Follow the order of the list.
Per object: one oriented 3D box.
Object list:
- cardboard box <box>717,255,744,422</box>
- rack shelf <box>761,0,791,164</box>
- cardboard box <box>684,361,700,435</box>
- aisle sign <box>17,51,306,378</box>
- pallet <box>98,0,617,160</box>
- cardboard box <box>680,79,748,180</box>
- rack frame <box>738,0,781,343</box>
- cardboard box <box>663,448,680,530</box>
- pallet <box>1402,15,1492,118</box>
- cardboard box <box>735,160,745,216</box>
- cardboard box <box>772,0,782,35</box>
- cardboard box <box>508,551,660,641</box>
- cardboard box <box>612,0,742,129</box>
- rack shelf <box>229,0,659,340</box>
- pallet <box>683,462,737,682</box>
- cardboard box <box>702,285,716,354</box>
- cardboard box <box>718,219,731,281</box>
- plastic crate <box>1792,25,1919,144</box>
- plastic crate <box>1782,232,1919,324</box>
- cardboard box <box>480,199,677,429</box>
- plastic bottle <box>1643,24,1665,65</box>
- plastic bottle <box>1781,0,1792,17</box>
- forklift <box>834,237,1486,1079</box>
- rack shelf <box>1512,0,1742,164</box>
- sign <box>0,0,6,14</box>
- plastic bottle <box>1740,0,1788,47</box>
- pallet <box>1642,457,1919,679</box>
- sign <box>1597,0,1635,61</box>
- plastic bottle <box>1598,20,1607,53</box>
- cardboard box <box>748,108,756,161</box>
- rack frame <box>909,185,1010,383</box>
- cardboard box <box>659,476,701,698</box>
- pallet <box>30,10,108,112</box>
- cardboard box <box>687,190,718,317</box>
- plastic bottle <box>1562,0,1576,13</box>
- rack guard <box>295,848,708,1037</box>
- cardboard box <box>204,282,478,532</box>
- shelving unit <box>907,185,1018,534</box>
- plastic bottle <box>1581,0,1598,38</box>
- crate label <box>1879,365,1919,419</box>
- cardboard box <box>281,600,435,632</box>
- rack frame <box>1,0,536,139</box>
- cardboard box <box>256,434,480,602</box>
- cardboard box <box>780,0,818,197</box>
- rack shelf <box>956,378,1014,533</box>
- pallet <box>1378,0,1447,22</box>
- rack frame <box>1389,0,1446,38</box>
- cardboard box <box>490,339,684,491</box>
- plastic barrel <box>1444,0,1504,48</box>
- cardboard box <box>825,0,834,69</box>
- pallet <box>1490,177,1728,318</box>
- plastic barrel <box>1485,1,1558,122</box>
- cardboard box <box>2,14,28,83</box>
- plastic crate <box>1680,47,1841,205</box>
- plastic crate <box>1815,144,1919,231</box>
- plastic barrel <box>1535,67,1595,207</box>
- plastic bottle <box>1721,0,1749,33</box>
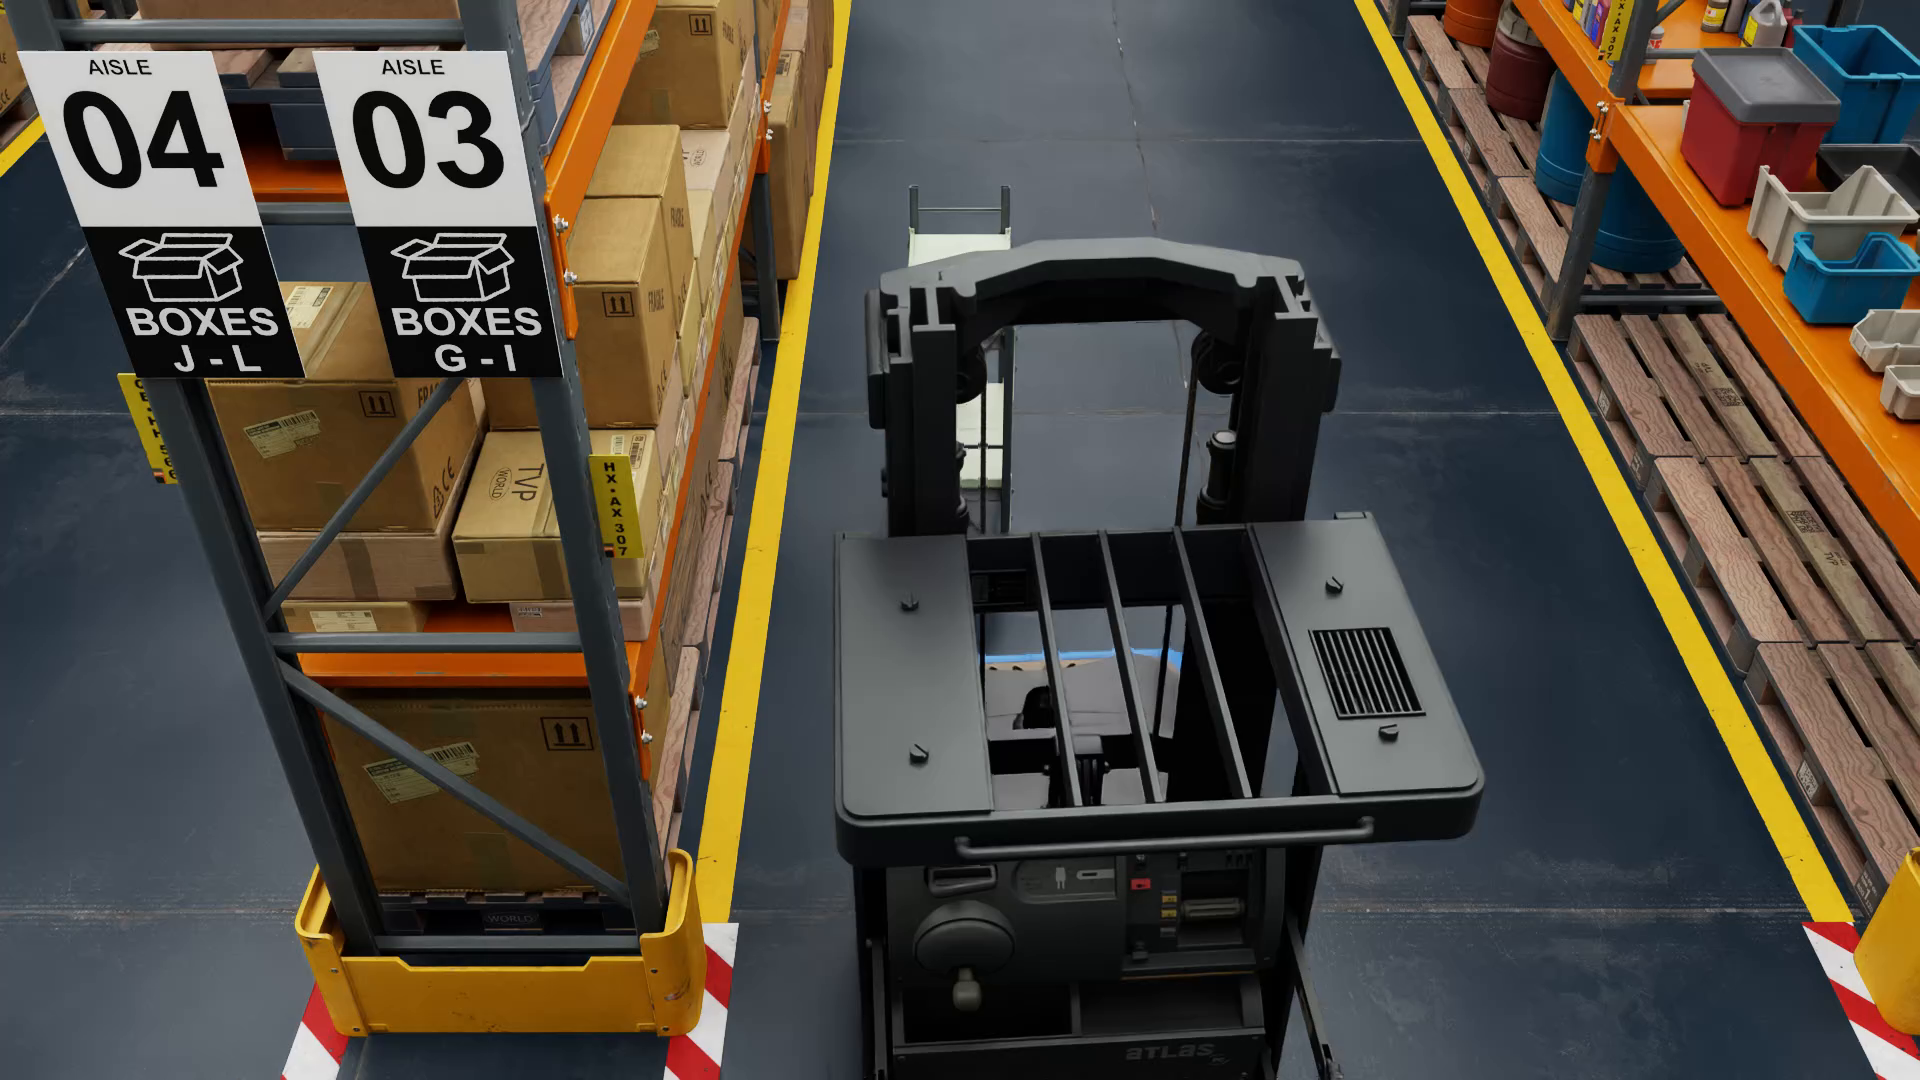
[{"bbox_3d":[-1.504,-1.140,7.637,0.875,0.875,0.875,0,39,0],"label":"cardboard box"},{"bbox_3d":[-1.427,-3.188,9.405,1.077,0.370,4.000,0,39,0],"label":"rack shelf"},{"bbox_3d":[-1.094,-0.483,5.655,0.380,0.149,0.250,-1,39,-1],"label":"cardboard box"},{"bbox_3d":[-1.720,-0.686,3.628,0.394,0.787,0.004,0,39,0],"label":"aisle sign"},{"bbox_3d":[-1.432,-1.316,4.166,1.003,0.211,1.213,0,39,0],"label":"pallet"},{"bbox_3d":[-1.159,-1.676,6.825,0.500,0.250,0.500,1,39,1],"label":"cardboard box"},{"bbox_3d":[-1.425,-2.218,7.619,1.000,3.000,0.127,0,39,0],"label":"rack frame"},{"bbox_3d":[-1.093,-0.161,5.253,0.380,0.149,0.250,-1,39,-1],"label":"cardboard box"},{"bbox_3d":[3.566,-3.142,11.002,1.003,0.211,1.213,0,39,0],"label":"pallet"},{"bbox_3d":[-1.096,-1.447,6.858,0.380,0.149,0.250,1,39,1],"label":"cardboard box"},{"bbox_3d":[-1.177,-2.859,8.339,0.500,0.500,0.500,0,39,0],"label":"cardboard box"},{"bbox_3d":[-1.091,0.159,4.853,0.380,0.149,0.250,0,39,0],"label":"cardboard box"},{"bbox_3d":[-1.161,-1.967,6.589,0.500,0.500,0.500,0,39,0],"label":"cardboard box"},{"bbox_3d":[-1.423,-1.857,5.345,1.077,0.370,4.000,0,39,0],"label":"rack shelf"},{"bbox_3d":[-1.498,0.111,6.943,1.003,0.211,1.213,0,39,0],"label":"pallet"},{"bbox_3d":[-1.094,-0.803,6.054,0.380,0.149,0.250,-1,39,-1],"label":"cardboard box"},{"bbox_3d":[-1.095,-1.126,6.457,0.380,0.149,0.250,-1,39,-1],"label":"cardboard box"},{"bbox_3d":[3.869,-1.947,7.246,0.392,0.384,0.575,0,39,0],"label":"plastic crate"},{"bbox_3d":[3.274,-0.962,6.138,0.416,0.233,0.300,0,39,0],"label":"plastic crate"},{"bbox_3d":[-1.152,-0.680,4.982,0.500,0.500,0.500,-1,39,-1],"label":"cardboard box"},{"bbox_3d":[3.329,-2.402,8.007,0.097,0.201,0.097,0,39,0],"label":"plastic bottle"},{"bbox_3d":[3.954,-2.489,8.050,0.061,0.283,0.133,0,39,0],"label":"plastic bottle"},{"bbox_3d":[0.310,0.955,3.715,1.130,2.935,3.031,-2,39,-3],"label":"forklift"},{"bbox_3d":[3.526,-3.191,9.409,1.077,0.370,4.000,0,39,0],"label":"rack shelf"},{"bbox_3d":[-1.963,-1.210,3.318,0.100,0.325,0.005,0,39,0],"label":"sign"},{"bbox_3d":[3.851,-2.448,7.945,0.144,0.351,0.185,0,39,0],"label":"plastic bottle"},{"bbox_3d":[3.572,0.091,6.967,1.003,0.211,1.213,0,39,0],"label":"pallet"},{"bbox_3d":[2.978,-2.330,7.538,0.100,0.325,0.005,0,39,0],"label":"sign"},{"bbox_3d":[3.177,-2.463,8.083,0.097,0.201,0.097,0,39,0],"label":"plastic bottle"},{"bbox_3d":[-1.097,-1.768,7.258,0.380,0.149,0.250,1,39,1],"label":"cardboard box"},{"bbox_3d":[0.000,-0.818,7.072,0.400,1.500,0.023,0,39,0],"label":"rack frame"},{"bbox_3d":[-1.502,-0.020,6.240,0.875,0.875,0.875,0,39,0],"label":"cardboard box"},{"bbox_3d":[-6.390,-3.202,11.077,1.003,0.211,1.213,0,39,0],"label":"pallet"},{"bbox_3d":[-1.161,-1.040,6.031,0.500,0.250,0.500,-1,39,-1],"label":"cardboard box"},{"bbox_3d":[3.199,-2.892,8.500,0.144,0.351,0.185,0,39,0],"label":"plastic bottle"},{"bbox_3d":[-1.420,1.274,5.260,1.175,0.500,0.348,0,39,0],"label":"rack guard"},{"bbox_3d":[-1.684,-0.371,4.597,0.500,0.500,0.500,0,39,1],"label":"cardboard box"},{"bbox_3d":[0.000,-0.589,6.786,0.431,1.500,0.755,0,39,0],"label":"shelving unit"},{"bbox_3d":[3.204,-2.648,8.254,0.152,0.276,0.135,0,39,0],"label":"plastic bottle"},{"bbox_3d":[3.340,-0.506,5.645,0.396,0.136,0.243,0,39,0],"label":"crate label"},{"bbox_3d":[-1.750,0.159,4.854,0.380,0.149,0.250,1,39,1],"label":"cardboard box"},{"bbox_3d":[-1.421,-2.057,2.621,1.000,3.000,0.127,0,39,0],"label":"rack frame"},{"bbox_3d":[-1.686,-0.077,4.829,0.500,0.250,0.500,-1,39,-1],"label":"cardboard box"},{"bbox_3d":[-1.448,-2.512,9.349,1.225,0.875,0.875,-1,39,-2],"label":"cardboard box"},{"bbox_3d":[0.000,-0.335,6.990,0.431,0.370,0.720,0,39,0],"label":"rack shelf"},{"bbox_3d":[3.561,-4.119,12.221,1.003,0.211,1.213,0,39,0],"label":"pallet"},{"bbox_3d":[3.523,-4.723,10.745,1.000,3.000,0.127,0,39,0],"label":"rack frame"},{"bbox_3d":[-1.158,-0.399,5.232,0.500,0.250,0.500,0,39,-1],"label":"cardboard box"},{"bbox_3d":[3.541,-3.734,10.910,0.600,0.830,0.708,0,39,0],"label":"plastic barrel"},{"bbox_3d":[-1.450,-3.622,10.735,1.225,0.875,0.875,-2,39,-2],"label":"cardboard box"},{"bbox_3d":[3.569,-1.616,9.098,1.003,0.211,1.213,0,39,0],"label":"pallet"},{"bbox_3d":[3.542,-2.934,10.104,0.600,0.588,0.708,0,39,0],"label":"plastic barrel"},{"bbox_3d":[-6.131,-3.231,10.547,0.500,0.500,0.500,1,39,2],"label":"cardboard box"},{"bbox_3d":[3.278,-1.711,6.888,0.402,0.464,0.583,0,39,0],"label":"plastic crate"},{"bbox_3d":[3.798,-1.438,6.817,0.437,0.125,0.590,0,39,0],"label":"plastic crate"},{"bbox_3d":[3.543,-2.349,9.125,0.600,0.901,0.708,0,39,0],"label":"plastic barrel"},{"bbox_3d":[3.908,-2.692,8.309,0.152,0.276,0.135,0,39,0],"label":"plastic bottle"}]
